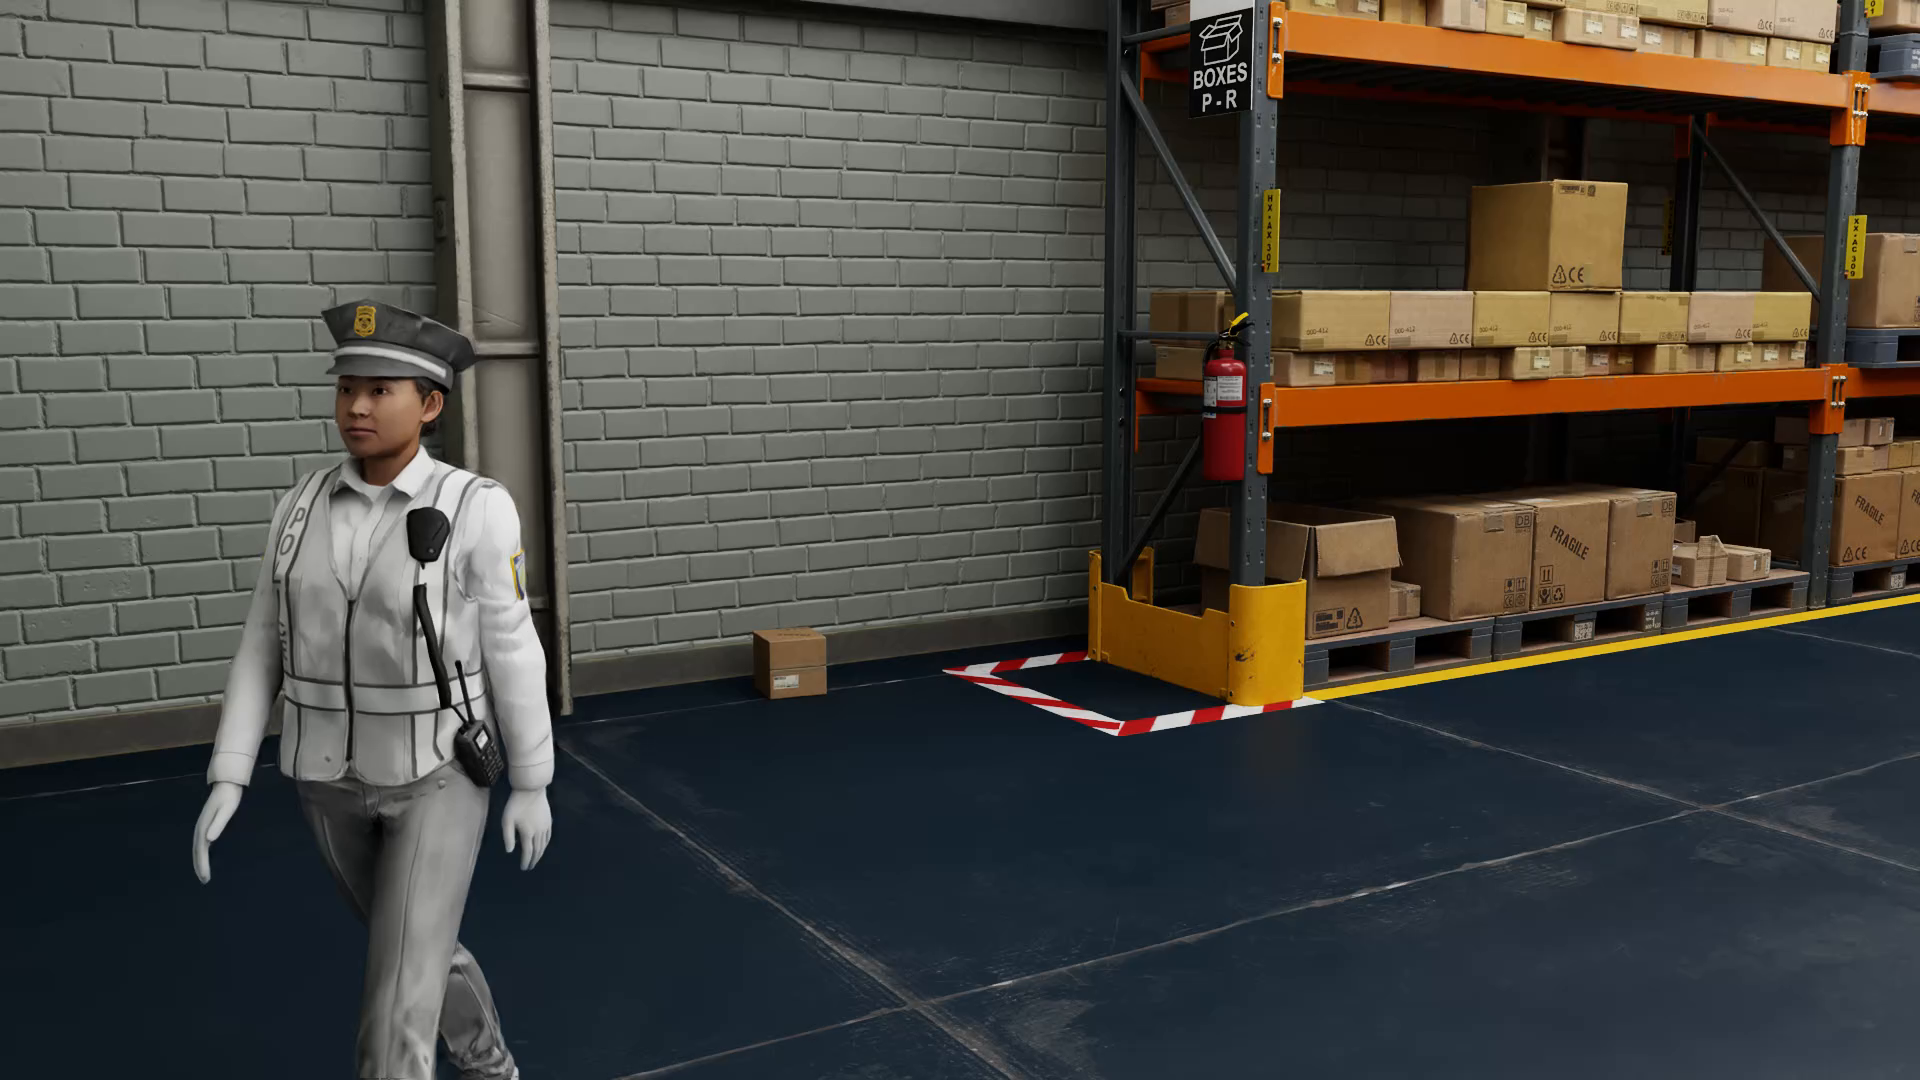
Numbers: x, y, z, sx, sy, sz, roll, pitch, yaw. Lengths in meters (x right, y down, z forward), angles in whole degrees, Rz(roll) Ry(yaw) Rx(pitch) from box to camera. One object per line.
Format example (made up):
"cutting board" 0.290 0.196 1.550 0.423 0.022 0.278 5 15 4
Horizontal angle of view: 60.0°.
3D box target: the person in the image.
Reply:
"person" -1.008 0.412 2.848 0.514 1.632 0.976 1 8 10
